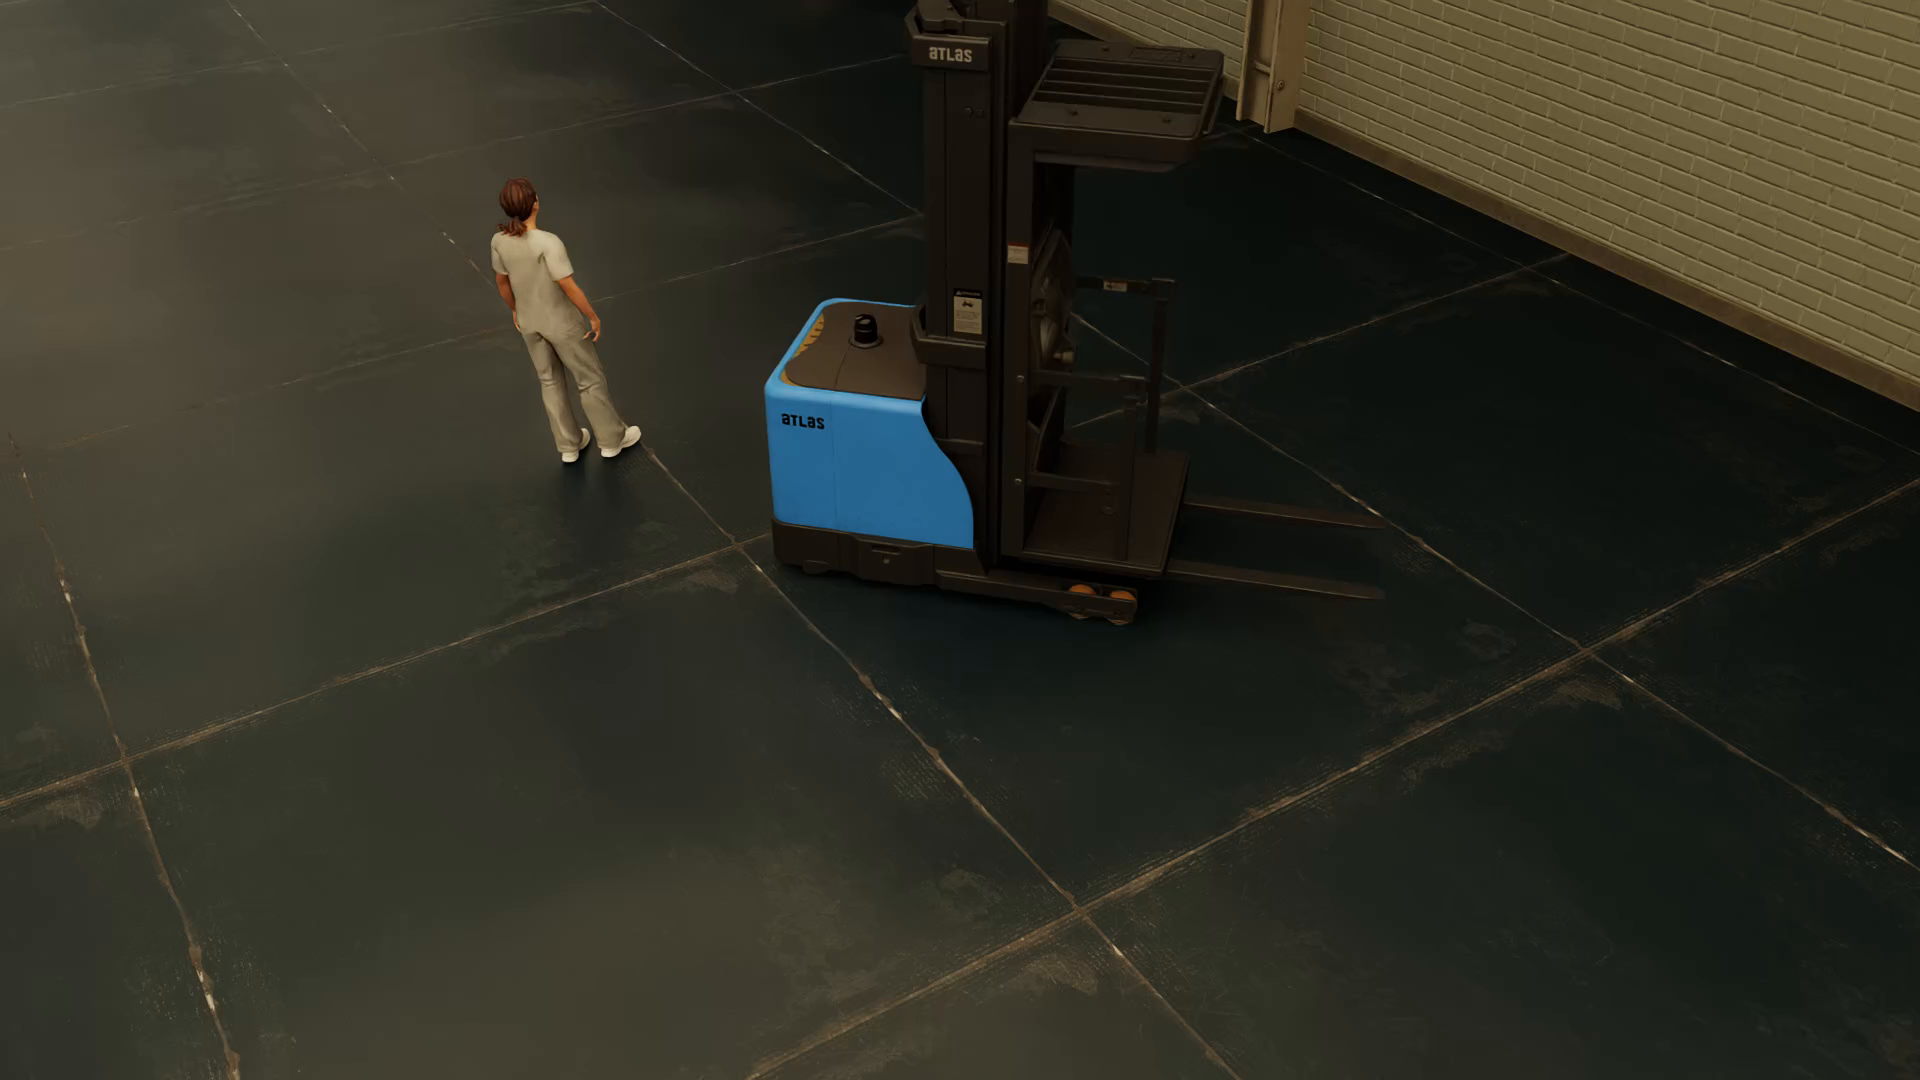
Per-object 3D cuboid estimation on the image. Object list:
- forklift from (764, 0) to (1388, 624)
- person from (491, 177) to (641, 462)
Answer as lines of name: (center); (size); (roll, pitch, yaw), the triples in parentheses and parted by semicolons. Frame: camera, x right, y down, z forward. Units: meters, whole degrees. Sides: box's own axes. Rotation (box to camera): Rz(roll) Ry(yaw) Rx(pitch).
forklift: (0.623, -1.125, 7.749); (3.031, 2.935, 1.130); (8, 36, 11)
person: (-2.155, -1.191, 8.924); (0.543, 1.675, 0.550); (12, 37, 16)
